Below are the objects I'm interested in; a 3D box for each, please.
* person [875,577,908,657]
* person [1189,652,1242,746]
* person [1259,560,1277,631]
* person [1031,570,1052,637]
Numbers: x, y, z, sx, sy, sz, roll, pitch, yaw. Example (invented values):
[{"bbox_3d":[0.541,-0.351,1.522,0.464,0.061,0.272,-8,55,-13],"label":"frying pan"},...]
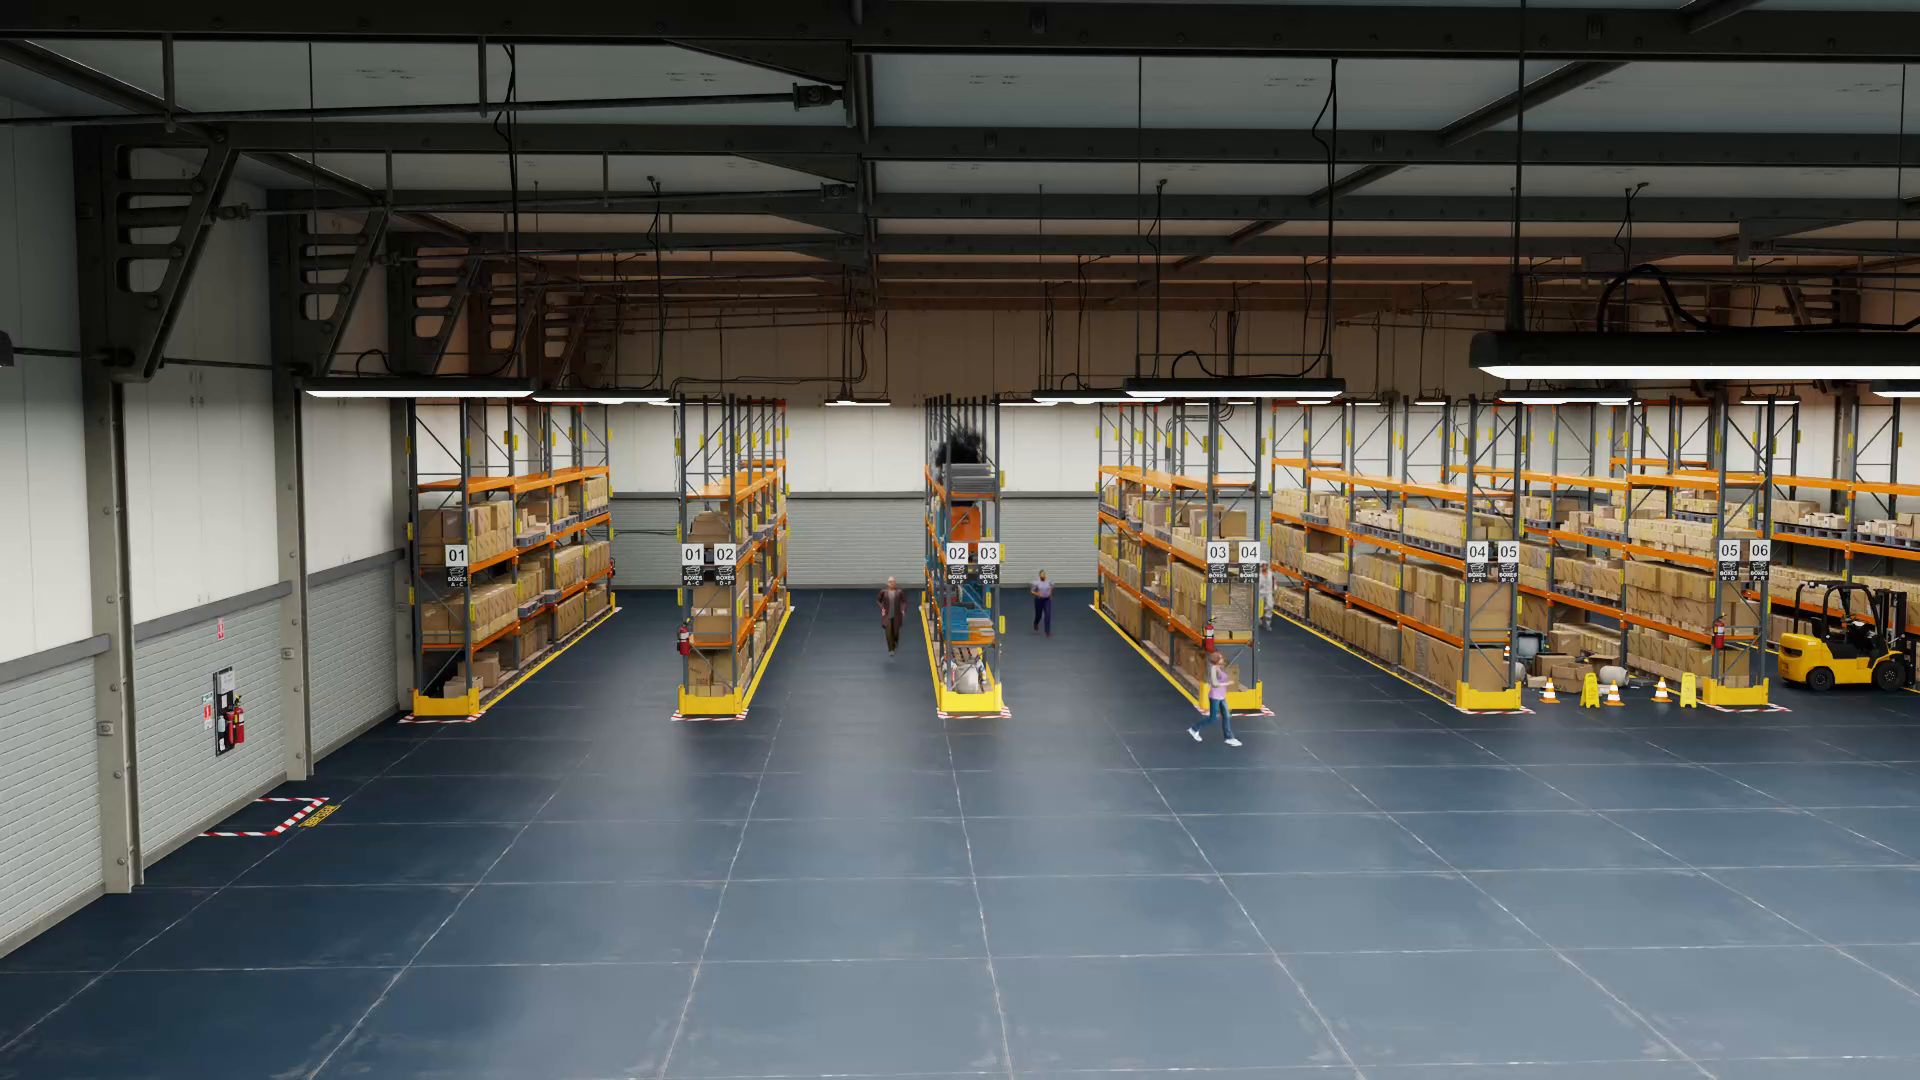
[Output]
[{"bbox_3d":[-1.513,1.682,36.727,0.712,1.728,0.653,0,5,-2],"label":"person"},{"bbox_3d":[4.338,2.681,28.176,0.895,1.583,0.539,2,5,24],"label":"person"},{"bbox_3d":[7.918,1.432,43.169,0.662,1.820,0.796,0,5,2],"label":"person"},{"bbox_3d":[2.066,1.581,42.004,0.591,1.649,0.931,-1,5,-13],"label":"person"}]
